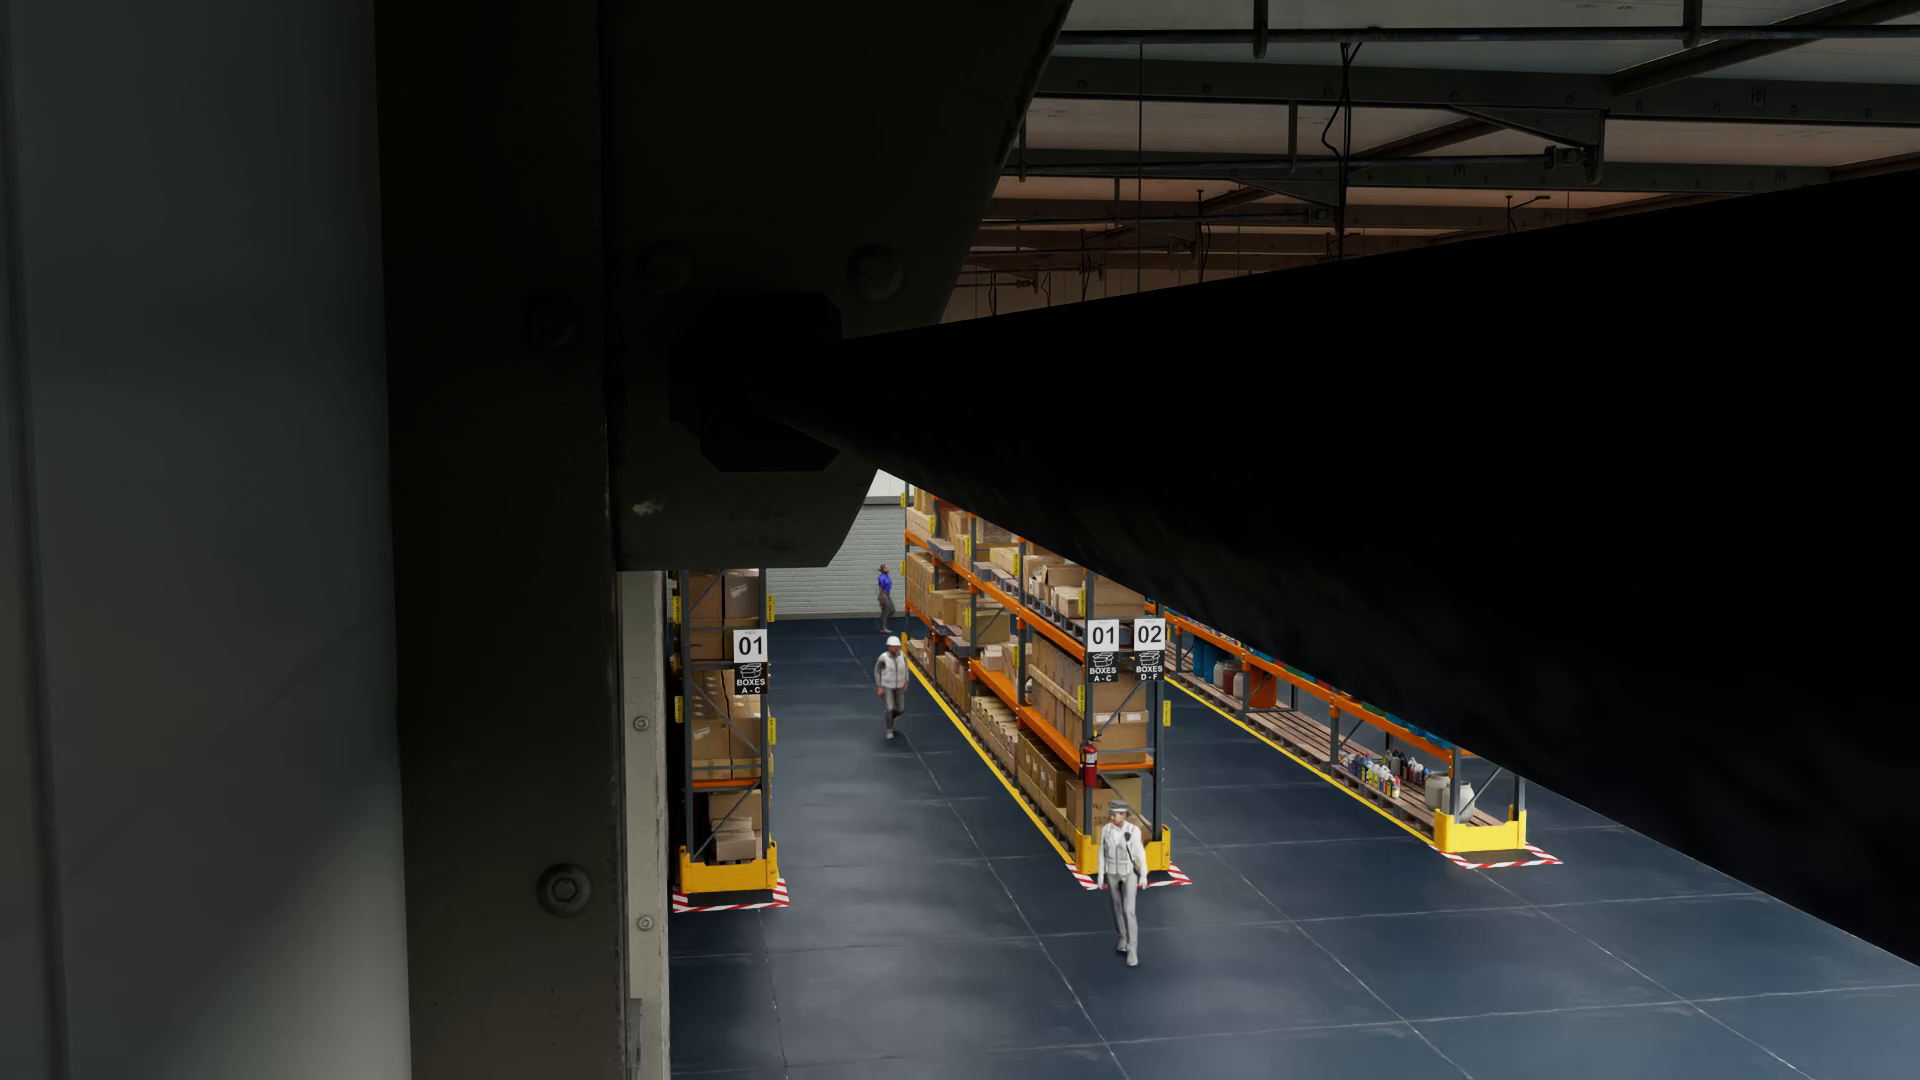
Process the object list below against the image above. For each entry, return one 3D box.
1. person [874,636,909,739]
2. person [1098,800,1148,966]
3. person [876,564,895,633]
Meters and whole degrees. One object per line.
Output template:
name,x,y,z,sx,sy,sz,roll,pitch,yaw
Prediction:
person,-1.196,2.501,28.625,0.624,1.755,0.637,-3,7,-25
person,1.724,3.651,17.890,0.602,1.667,0.667,3,7,26
person,-1.804,1.385,39.640,0.470,1.643,0.440,1,6,13
